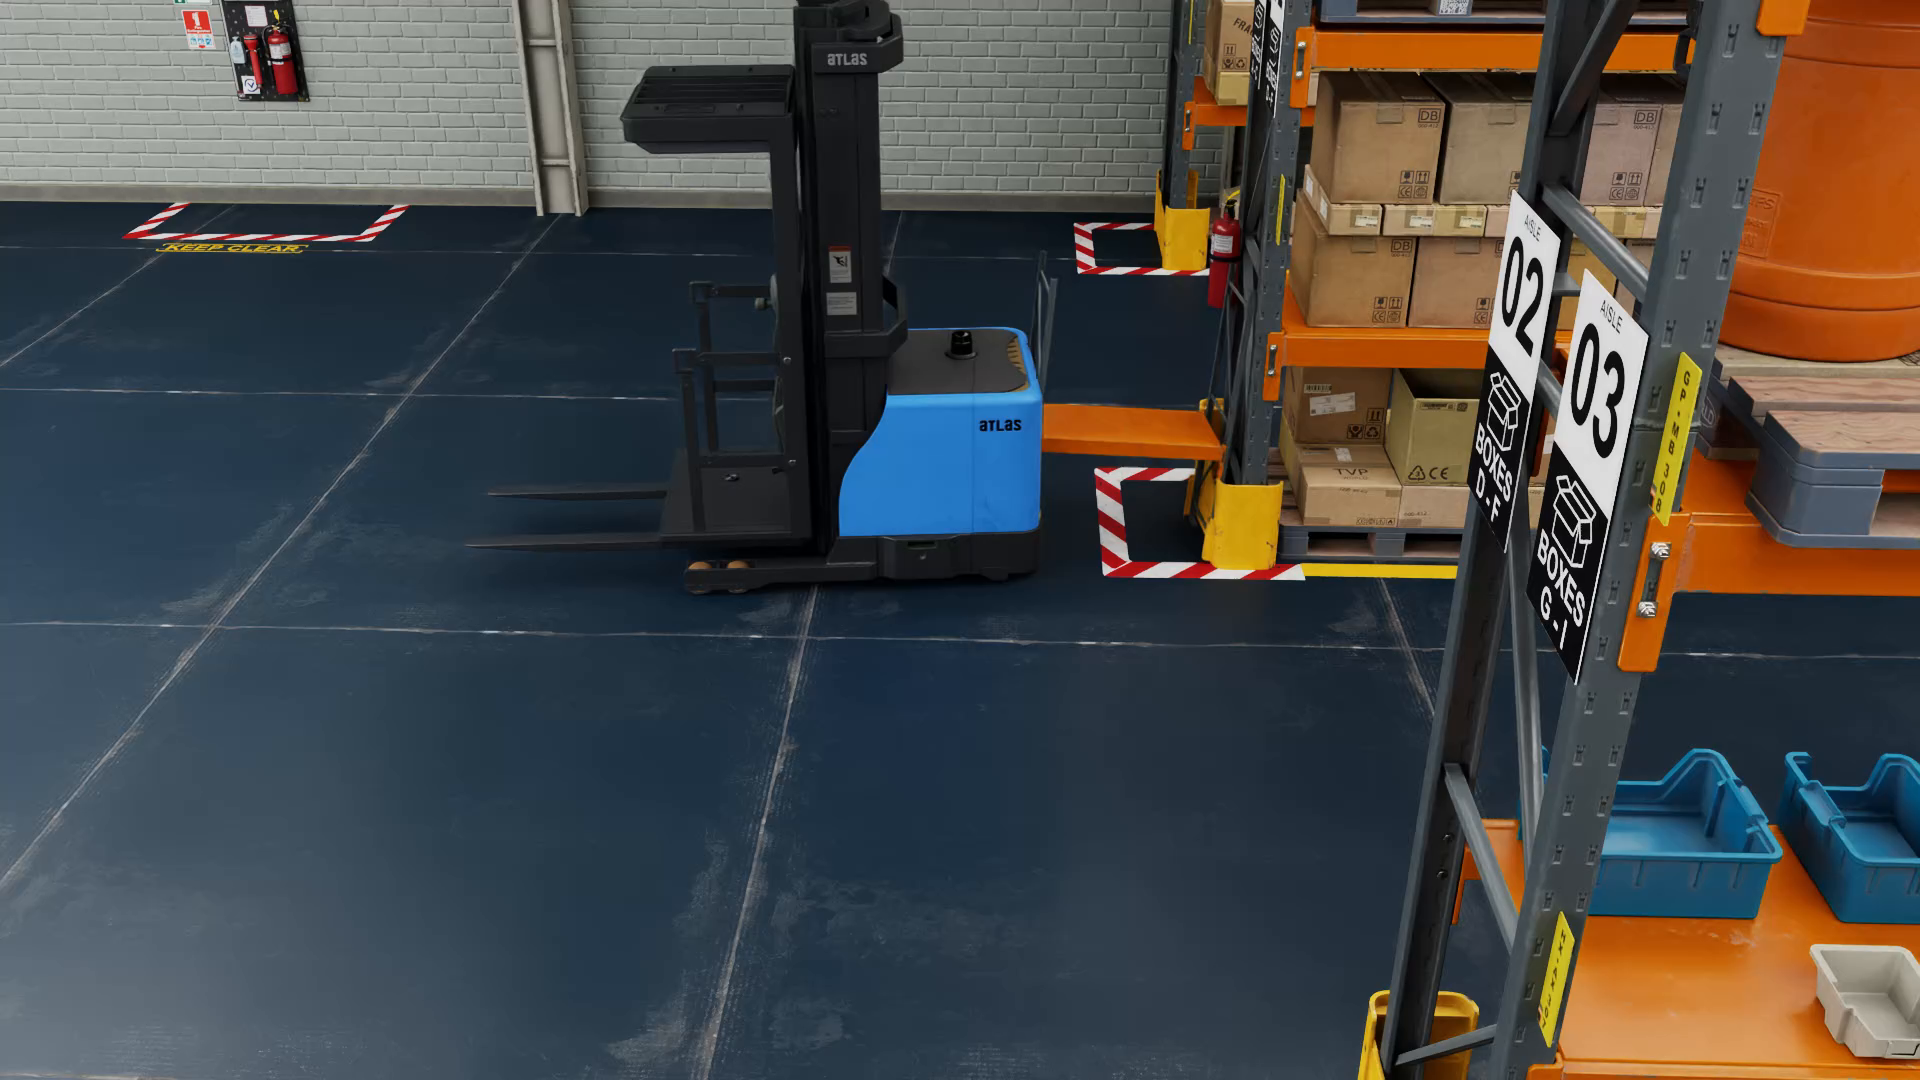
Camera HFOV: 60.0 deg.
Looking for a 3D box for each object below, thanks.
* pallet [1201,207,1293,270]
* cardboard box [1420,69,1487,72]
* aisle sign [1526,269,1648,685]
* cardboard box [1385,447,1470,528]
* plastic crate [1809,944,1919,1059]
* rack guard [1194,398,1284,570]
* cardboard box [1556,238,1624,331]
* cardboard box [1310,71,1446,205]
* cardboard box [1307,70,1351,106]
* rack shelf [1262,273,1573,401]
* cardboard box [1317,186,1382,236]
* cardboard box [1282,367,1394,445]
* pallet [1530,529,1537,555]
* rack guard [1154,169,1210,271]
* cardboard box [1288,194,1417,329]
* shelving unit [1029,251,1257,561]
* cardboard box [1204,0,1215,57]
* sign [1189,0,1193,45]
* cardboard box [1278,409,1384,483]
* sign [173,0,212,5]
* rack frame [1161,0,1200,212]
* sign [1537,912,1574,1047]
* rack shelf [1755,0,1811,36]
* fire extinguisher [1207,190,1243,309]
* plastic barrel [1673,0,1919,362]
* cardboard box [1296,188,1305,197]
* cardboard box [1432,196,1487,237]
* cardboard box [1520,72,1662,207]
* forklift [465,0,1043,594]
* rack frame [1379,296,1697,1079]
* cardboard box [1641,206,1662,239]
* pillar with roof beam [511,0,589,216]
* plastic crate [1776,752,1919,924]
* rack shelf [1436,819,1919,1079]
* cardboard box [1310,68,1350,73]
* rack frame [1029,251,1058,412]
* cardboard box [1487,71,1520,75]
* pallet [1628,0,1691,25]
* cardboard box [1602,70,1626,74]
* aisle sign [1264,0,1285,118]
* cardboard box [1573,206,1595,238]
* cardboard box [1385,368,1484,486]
[{"bbox_3d":[2.633,-2.494,13.729,1.213,0.211,1.003,1,28,2],"label":"pallet"},{"bbox_3d":[3.739,-3.855,12.658,0.500,0.500,0.500,2,28,3],"label":"cardboard box"},{"bbox_3d":[1.315,-0.133,3.522,0.004,0.787,0.394,1,28,2],"label":"aisle sign"},{"bbox_3d":[2.603,-0.290,9.081,0.500,0.250,0.500,1,28,2],"label":"cardboard box"},{"bbox_3d":[2.280,1.162,4.137,0.250,0.136,0.298,1,28,2],"label":"plastic crate"},{"bbox_3d":[1.551,-0.334,9.347,0.348,0.500,1.175,1,28,2],"label":"rack guard"},{"bbox_3d":[3.063,-1.452,8.679,0.500,0.500,0.700,1,28,2],"label":"cardboard box"},{"bbox_3d":[2.094,-2.041,8.406,0.500,0.500,0.700,1,28,2],"label":"cardboard box"},{"bbox_3d":[2.742,-3.541,12.866,0.500,0.250,0.500,0,28,0],"label":"cardboard box"},{"bbox_3d":[3.574,-1.088,8.867,4.000,0.370,1.077,1,28,2],"label":"rack shelf"},{"bbox_3d":[1.960,-1.662,8.383,0.250,0.149,0.380,1,28,1],"label":"cardboard box"},{"bbox_3d":[2.122,-0.871,9.377,0.500,0.500,0.500,1,28,2],"label":"cardboard box"},{"bbox_3d":[3.557,-0.192,9.387,1.213,0.211,1.003,1,28,2],"label":"pallet"},{"bbox_3d":[1.823,-2.651,13.718,0.348,0.500,1.175,1,28,2],"label":"rack guard"},{"bbox_3d":[2.042,-1.469,8.712,0.500,0.500,0.700,1,28,2],"label":"cardboard box"},{"bbox_3d":[0.902,-0.709,8.862,1.083,1.500,0.587,3,26,-6],"label":"shelving unit"},{"bbox_3d":[2.225,-4.123,13.163,0.500,0.500,0.500,1,28,1],"label":"cardboard box"},{"bbox_3d":[1.728,-3.886,12.453,0.005,0.325,0.100,1,28,2],"label":"sign"},{"bbox_3d":[2.122,-0.539,9.551,0.500,0.250,0.500,1,28,2],"label":"cardboard box"},{"bbox_3d":[-6.533,-4.611,14.143,0.331,0.109,0.001,1,28,2],"label":"sign"},{"bbox_3d":[1.747,-3.757,13.135,0.127,3.000,1.000,1,28,2],"label":"rack frame"},{"bbox_3d":[1.373,1.015,3.837,0.005,0.325,0.100,1,28,2],"label":"sign"},{"bbox_3d":[3.396,-1.243,3.182,4.000,0.370,1.077,1,28,2],"label":"rack shelf"},{"bbox_3d":[1.474,-1.624,9.193,0.183,0.674,0.296,1,28,2],"label":"fire extinguisher"},{"bbox_3d":[1.887,-0.872,3.583,0.708,0.830,0.600,1,28,2],"label":"plastic barrel"},{"bbox_3d":[3.005,-2.701,13.543,0.500,0.311,0.500,3,28,6],"label":"cardboard box"},{"bbox_3d":[2.473,-1.654,8.368,0.250,0.149,0.380,1,28,2],"label":"cardboard box"},{"bbox_3d":[3.124,-2.027,8.379,0.500,0.500,0.700,1,28,2],"label":"cardboard box"},{"bbox_3d":[-1.106,-1.266,8.508,3.031,2.935,1.130,-2,28,-3],"label":"forklift"},{"bbox_3d":[1.397,0.880,4.387,0.127,3.000,1.000,1,28,2],"label":"rack frame"},{"bbox_3d":[3.496,-1.636,8.334,0.250,0.149,0.380,1,28,2],"label":"cardboard box"},{"bbox_3d":[-3.672,-4.885,8.858,0.400,9.000,9.100,1,28,2],"label":"pillar with roof beam"},{"bbox_3d":[2.556,0.827,4.645,0.408,0.251,0.499,1,28,2],"label":"plastic crate"},{"bbox_3d":[3.396,1.231,4.493,4.000,0.370,1.077,1,28,2],"label":"rack shelf"},{"bbox_3d":[2.707,-3.870,12.685,0.500,0.500,0.500,1,28,2],"label":"cardboard box"},{"bbox_3d":[0.388,-0.732,8.808,0.032,1.500,0.500,3,26,-6],"label":"rack frame"},{"bbox_3d":[4.259,-3.513,12.813,0.500,0.250,0.500,1,28,2],"label":"cardboard box"},{"bbox_3d":[3.504,-2.682,7.998,1.213,0.211,1.003,1,28,2],"label":"pallet"},{"bbox_3d":[4.762,-3.834,12.617,0.500,0.500,0.500,1,28,2],"label":"cardboard box"},{"bbox_3d":[1.499,-2.445,7.884,0.004,0.787,0.394,1,28,2],"label":"aisle sign"},{"bbox_3d":[2.992,-1.646,8.352,0.250,0.149,0.380,0,28,0],"label":"cardboard box"},{"bbox_3d":[2.603,-0.620,8.904,0.500,0.500,0.500,1,28,2],"label":"cardboard box"}]
